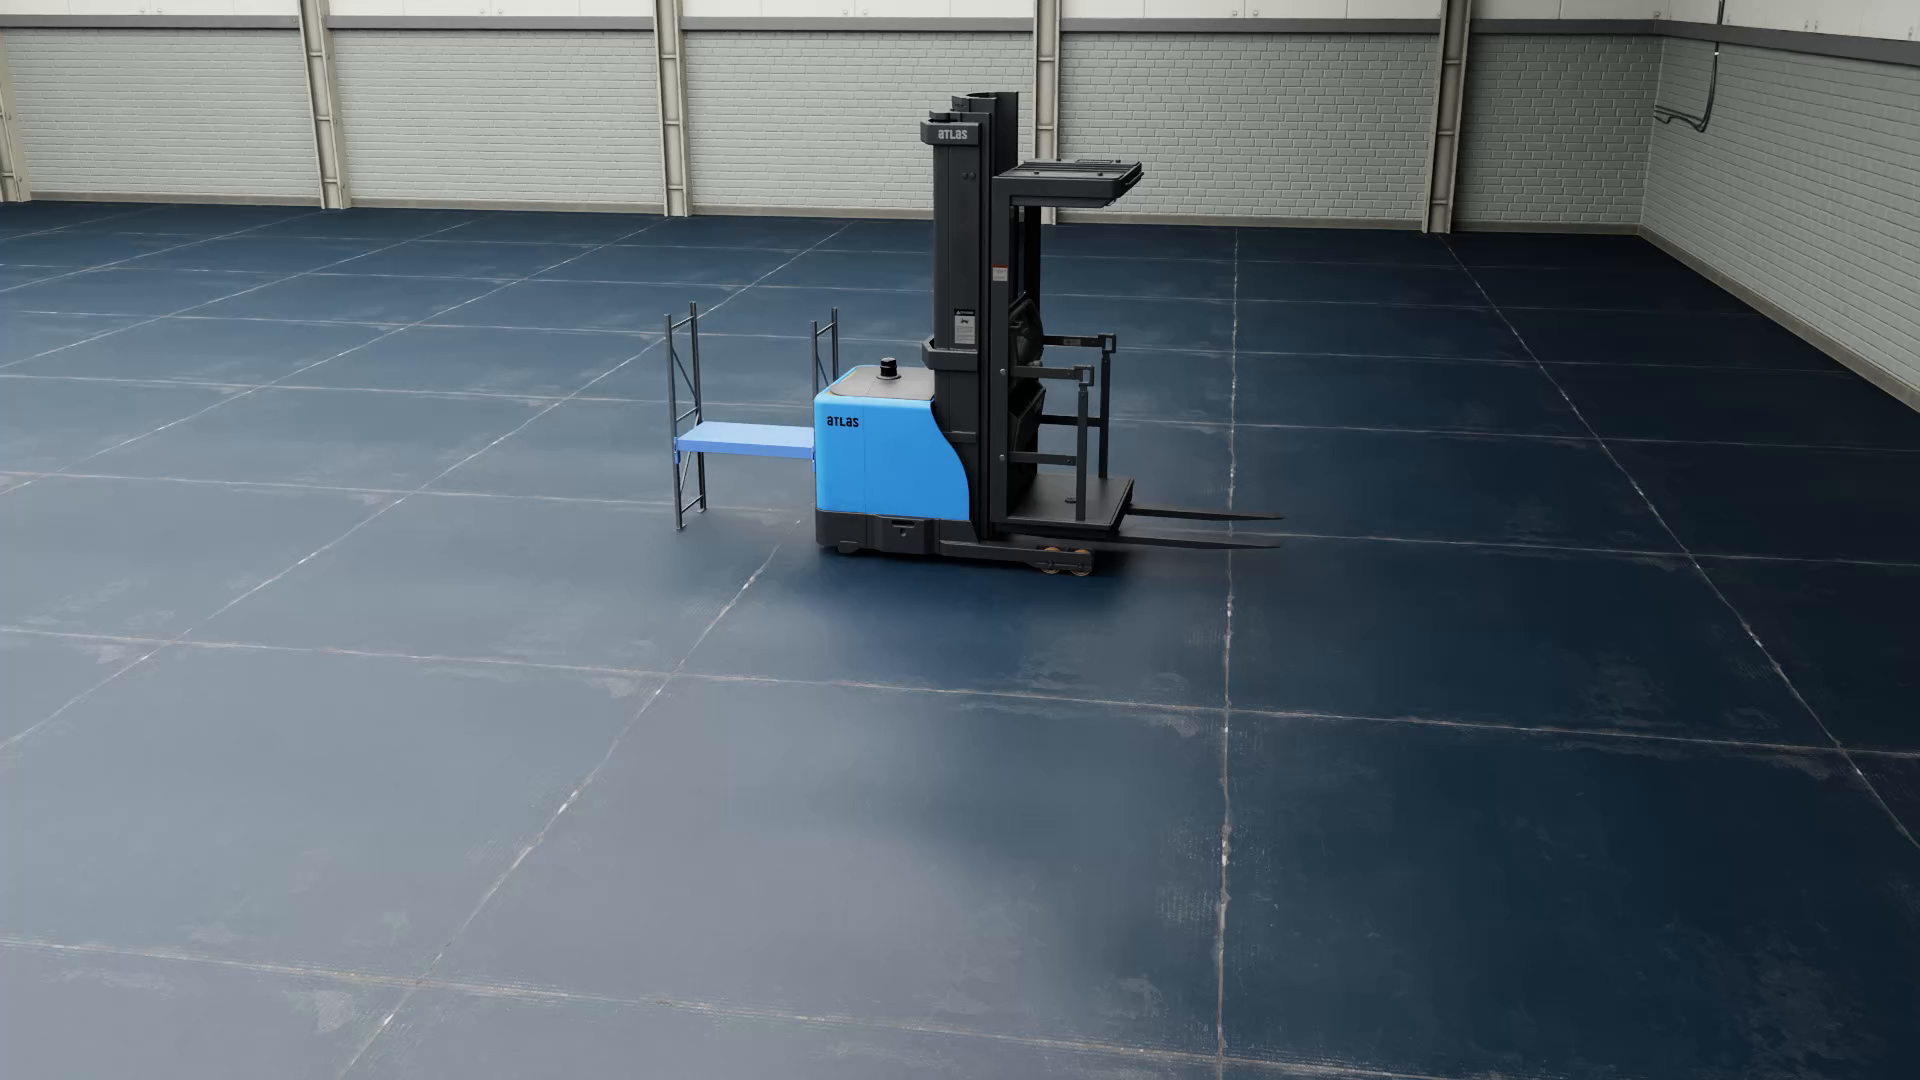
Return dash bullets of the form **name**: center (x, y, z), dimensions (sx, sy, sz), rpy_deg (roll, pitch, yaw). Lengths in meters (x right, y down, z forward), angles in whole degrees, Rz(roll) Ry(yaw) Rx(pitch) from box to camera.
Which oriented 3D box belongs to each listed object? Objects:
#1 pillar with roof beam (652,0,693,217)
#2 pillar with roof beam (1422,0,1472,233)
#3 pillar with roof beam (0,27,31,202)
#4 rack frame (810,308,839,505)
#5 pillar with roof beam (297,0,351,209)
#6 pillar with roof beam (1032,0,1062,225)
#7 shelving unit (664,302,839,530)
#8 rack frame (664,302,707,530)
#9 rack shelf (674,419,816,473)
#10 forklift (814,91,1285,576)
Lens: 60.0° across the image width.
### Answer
- **pillar with roof beam**: center (-5.275, -8.226, 21.707), dimensions (0.400, 9.000, 9.100), rpy_deg (3, 19, 9)
- **pillar with roof beam**: center (6.573, -7.623, 19.902), dimensions (0.400, 9.000, 9.100), rpy_deg (3, 19, 9)
- **pillar with roof beam**: center (-17.123, -8.830, 23.512), dimensions (0.400, 9.000, 9.100), rpy_deg (3, 19, 9)
- **rack frame**: center (-0.905, -0.788, 11.295), dimensions (0.032, 1.500, 0.500), rpy_deg (4, 19, 12)
- **pillar with roof beam**: center (-11.199, -8.528, 22.610), dimensions (0.400, 9.000, 9.100), rpy_deg (3, 19, 9)
- **pillar with roof beam**: center (0.649, -7.924, 20.805), dimensions (0.400, 9.000, 9.100), rpy_deg (3, 19, 9)
- **shelving unit**: center (-1.400, -0.824, 11.402), dimensions (1.048, 1.500, 0.538), rpy_deg (4, 19, 12)
- **rack frame**: center (-1.896, -0.860, 11.509), dimensions (0.032, 1.500, 0.500), rpy_deg (4, 19, 12)
- **rack shelf**: center (-1.401, -0.653, 11.459), dimensions (1.000, 0.185, 0.538), rpy_deg (4, 19, 12)
- **forklift**: center (0.615, -1.345, 10.704), dimensions (3.031, 2.935, 1.130), rpy_deg (4, 19, 12)
